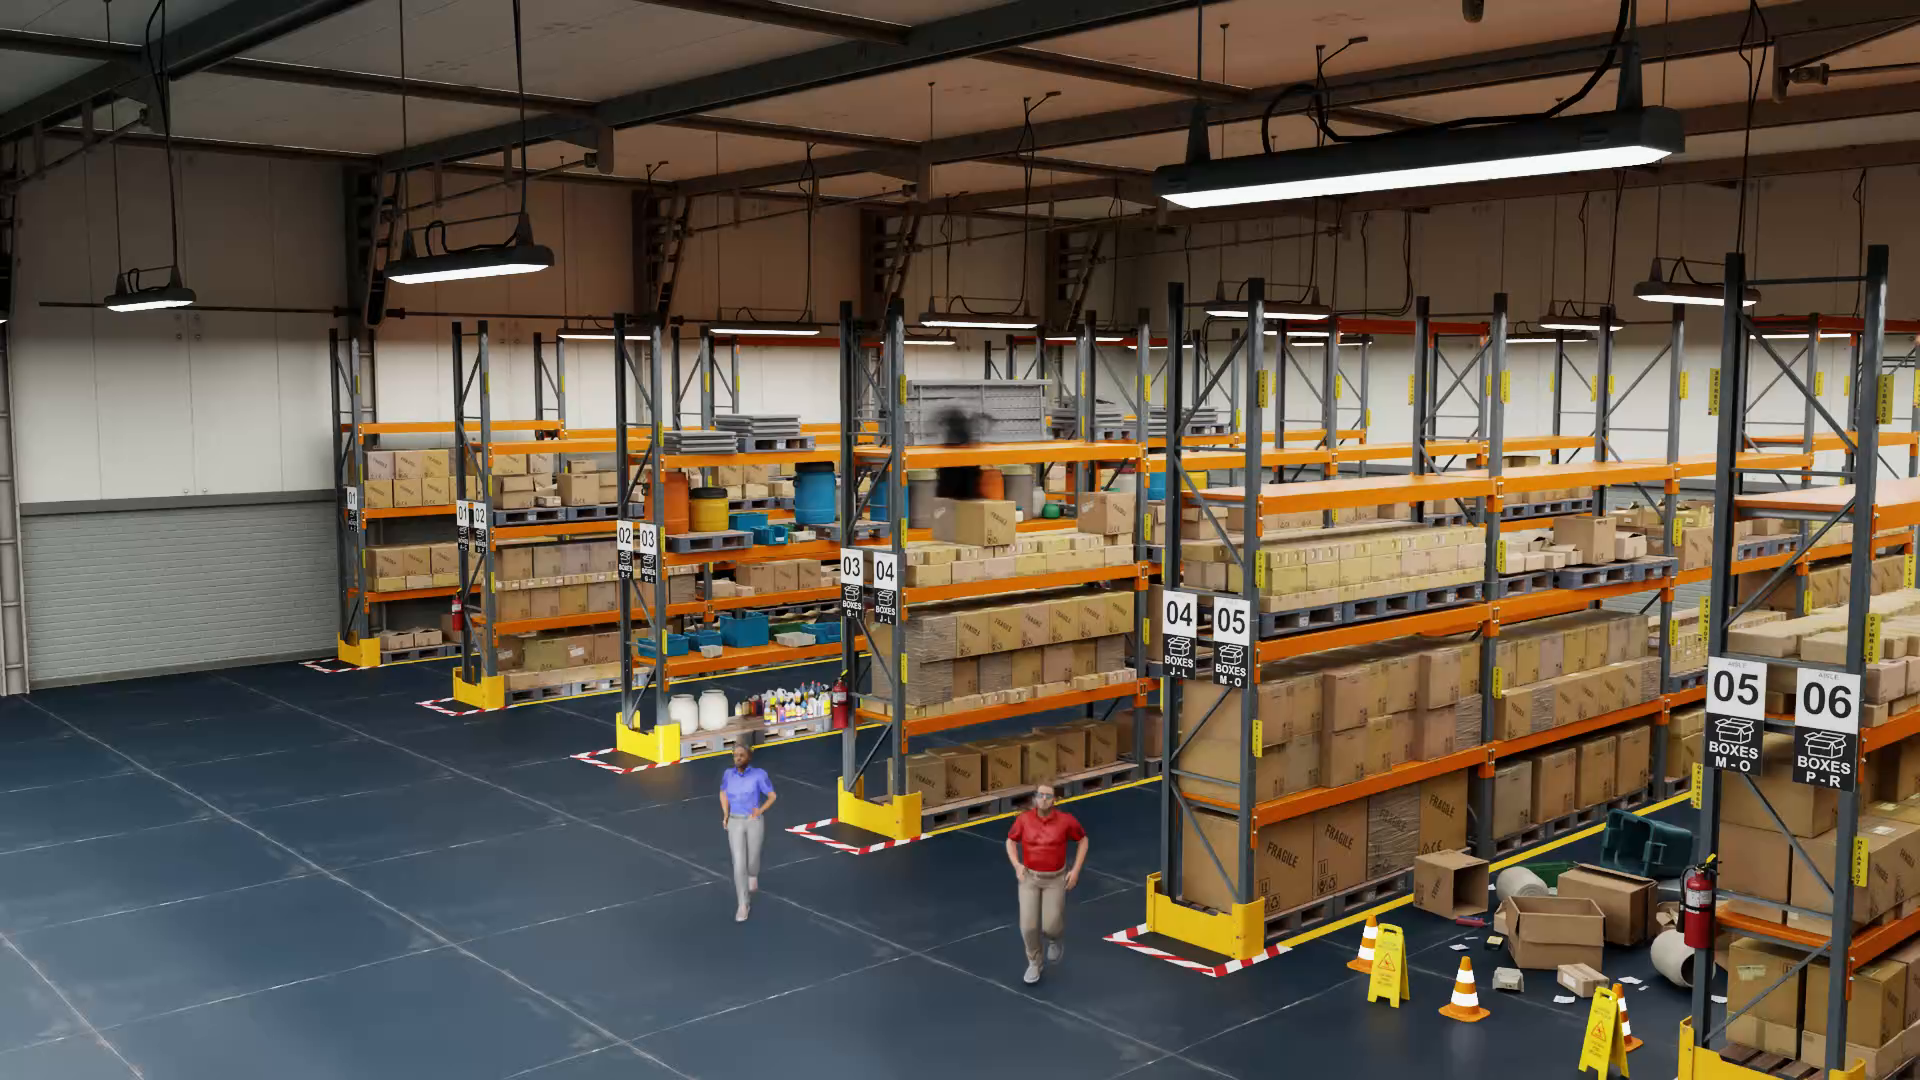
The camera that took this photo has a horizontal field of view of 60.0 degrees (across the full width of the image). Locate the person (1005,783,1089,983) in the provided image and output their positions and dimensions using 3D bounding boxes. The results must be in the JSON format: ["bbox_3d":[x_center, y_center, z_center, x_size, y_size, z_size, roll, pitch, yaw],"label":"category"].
[{"bbox_3d":[0.732,2.906,14.195,0.705,1.692,0.635,1,6,10],"label":"person"}]

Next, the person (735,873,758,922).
[{"bbox_3d":[-2.064,3.386,16.157,0.144,0.423,0.783,0,6,2],"label":"person"}]

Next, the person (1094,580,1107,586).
[{"bbox_3d":[3.327,1.297,31.160,3.033,1.547,2.197,4,7,35],"label":"person"}]
